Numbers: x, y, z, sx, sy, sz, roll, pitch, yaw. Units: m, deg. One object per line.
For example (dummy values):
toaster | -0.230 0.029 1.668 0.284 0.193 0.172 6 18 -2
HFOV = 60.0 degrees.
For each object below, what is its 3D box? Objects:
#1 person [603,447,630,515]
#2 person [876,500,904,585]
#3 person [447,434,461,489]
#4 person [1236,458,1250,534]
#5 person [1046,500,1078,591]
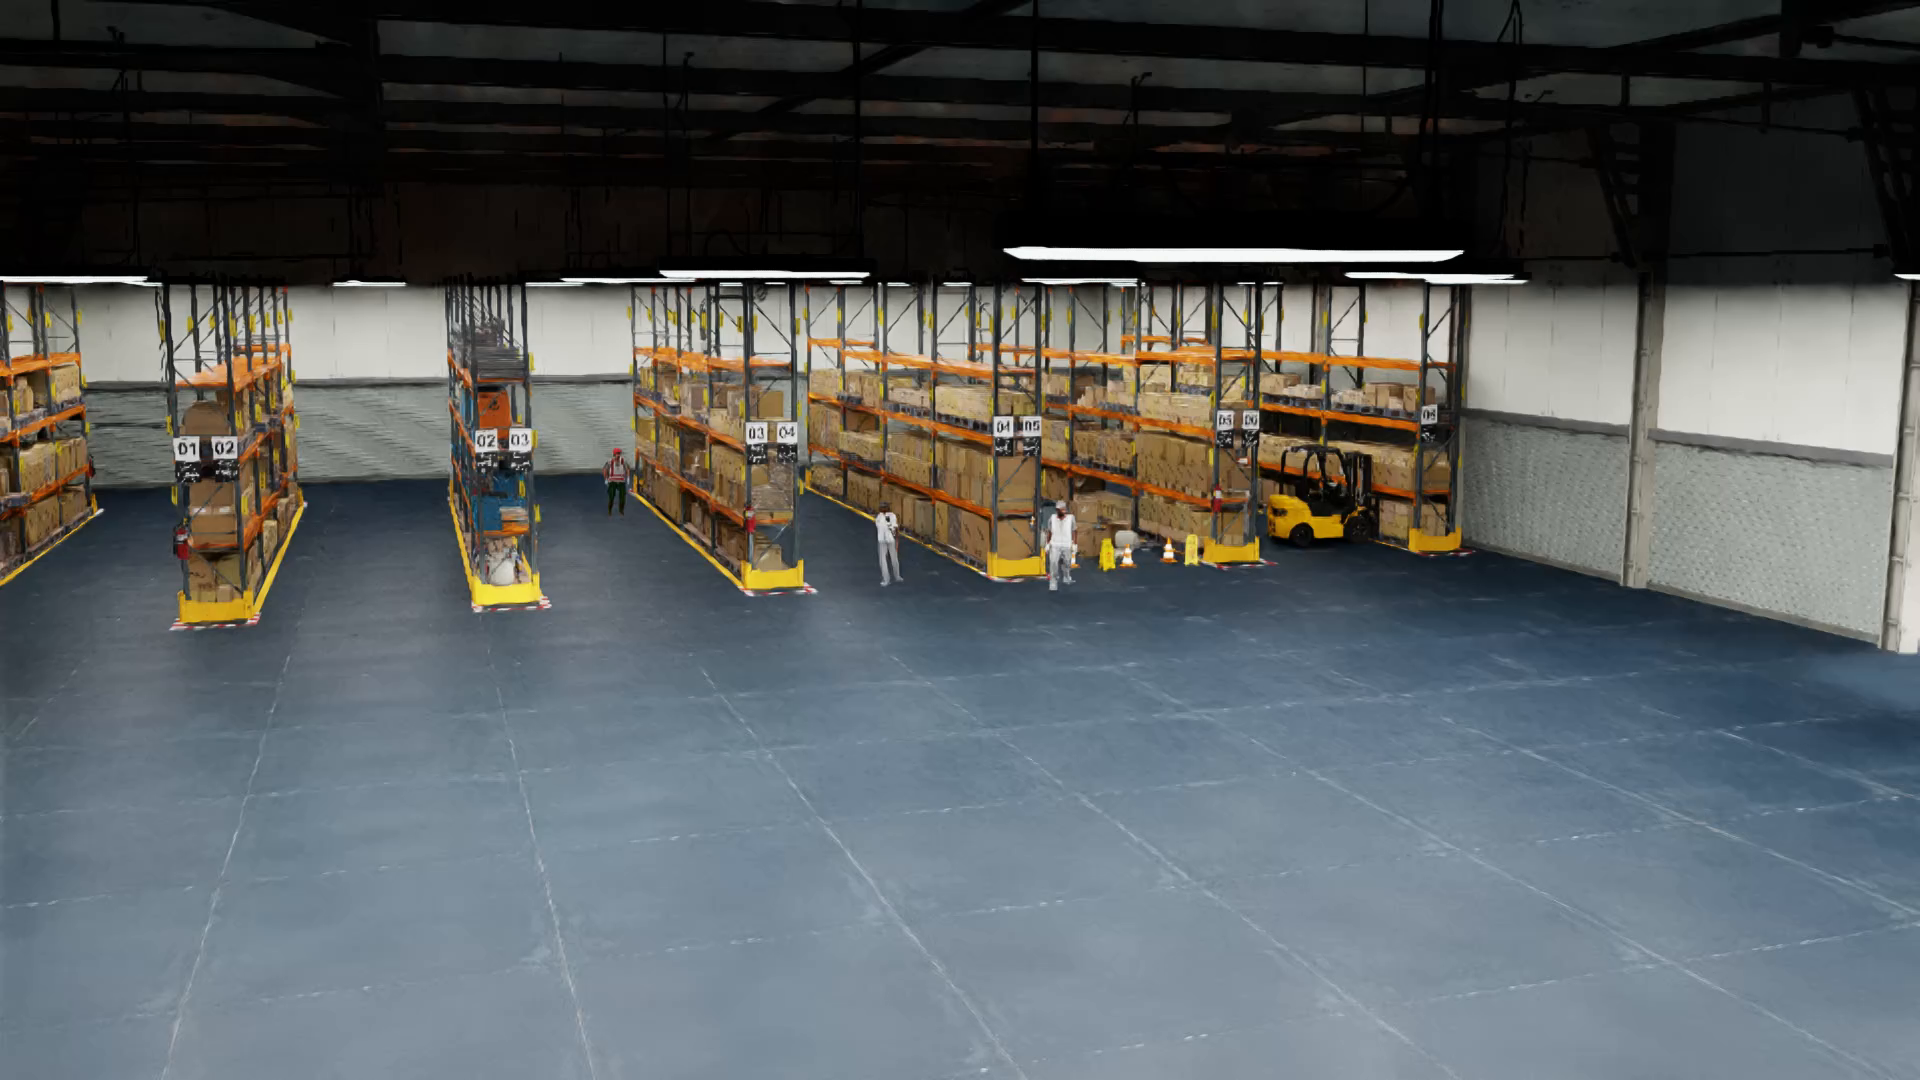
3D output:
person | -8.714 -1.492 42.228 0.677 1.742 0.552 -3 9 -19
person | -1.377 0.020 32.492 0.510 1.660 0.548 3 9 18
person | -14.439 -2.294 47.872 0.519 1.616 0.939 0 9 3
person | 6.581 -1.047 39.054 0.497 1.765 0.625 2 9 11
person | 1.946 0.081 31.865 0.607 1.730 0.975 0 9 2
